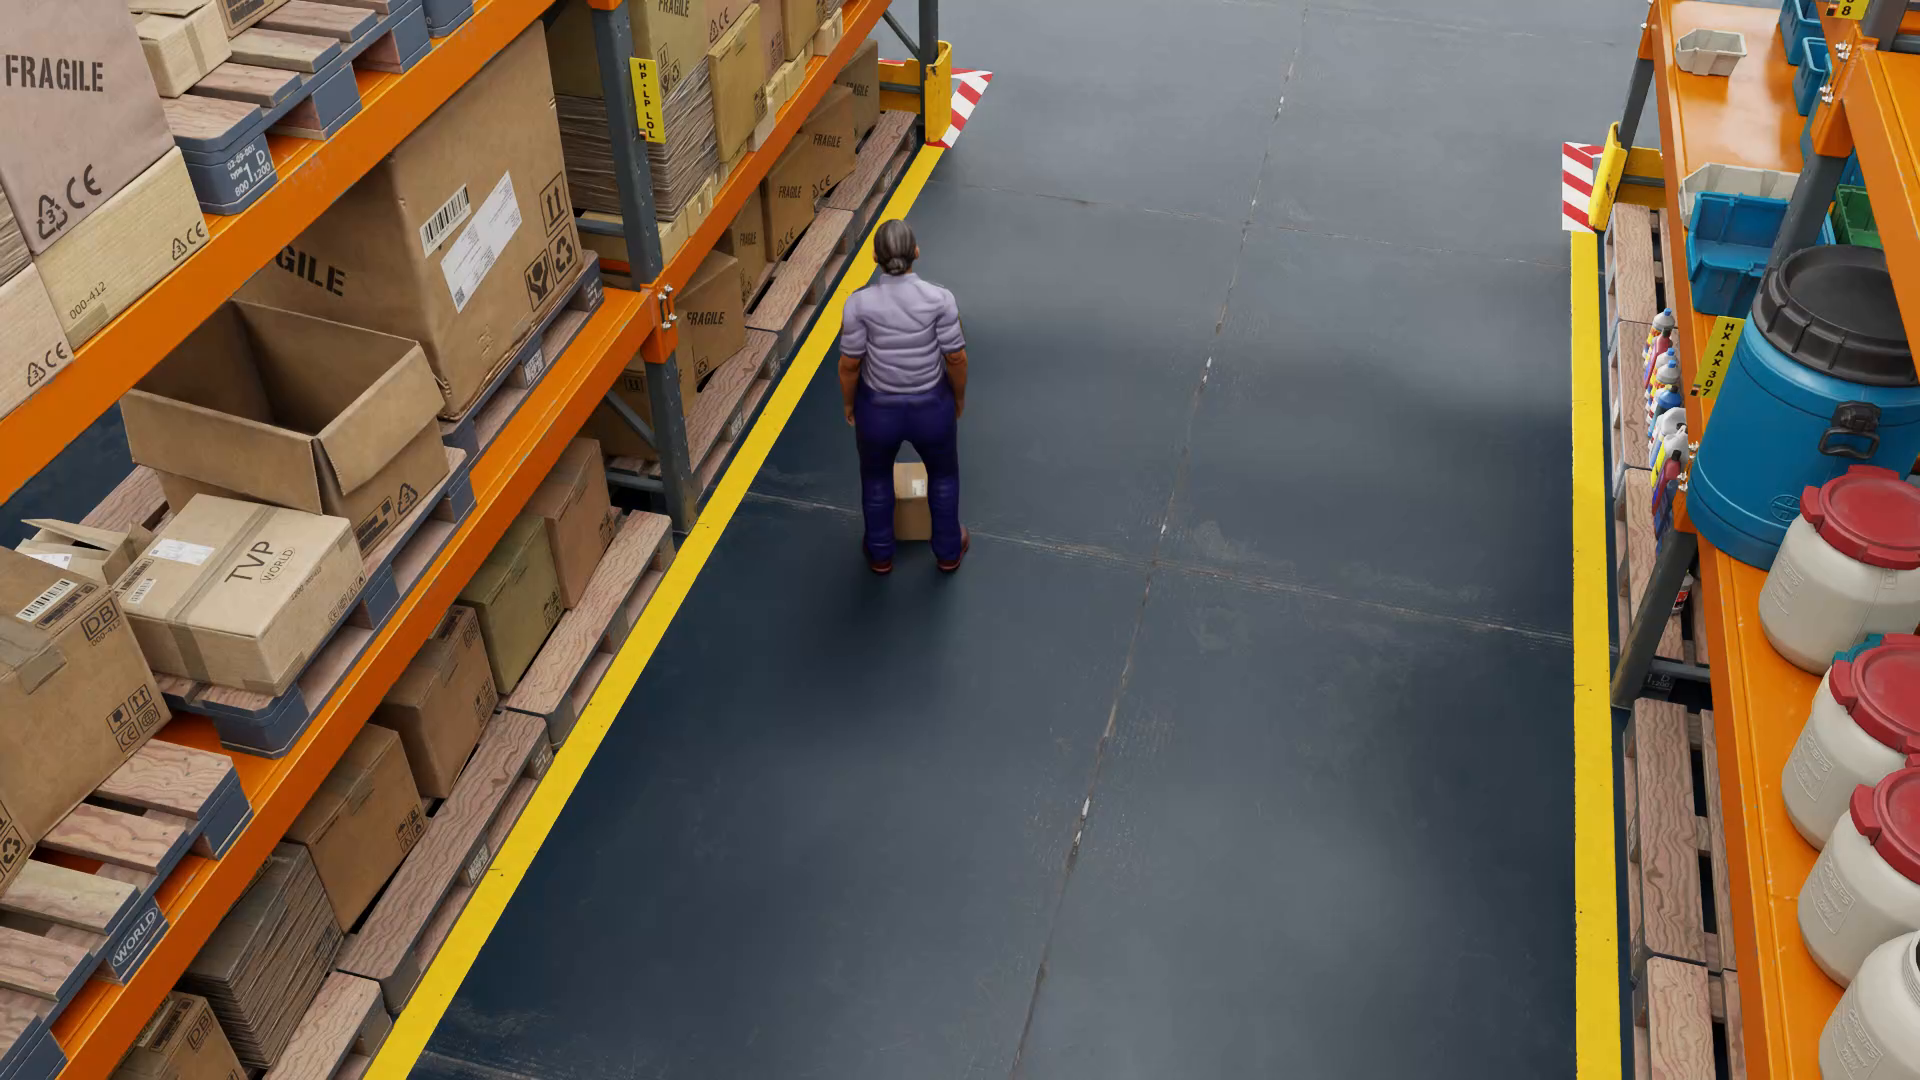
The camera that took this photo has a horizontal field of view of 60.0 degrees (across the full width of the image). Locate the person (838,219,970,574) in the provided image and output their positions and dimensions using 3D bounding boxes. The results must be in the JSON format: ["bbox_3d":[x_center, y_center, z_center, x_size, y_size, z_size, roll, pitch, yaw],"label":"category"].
[{"bbox_3d":[-0.218,-0.543,6.783,0.539,1.652,0.372,-2,41,-2],"label":"person"}]
